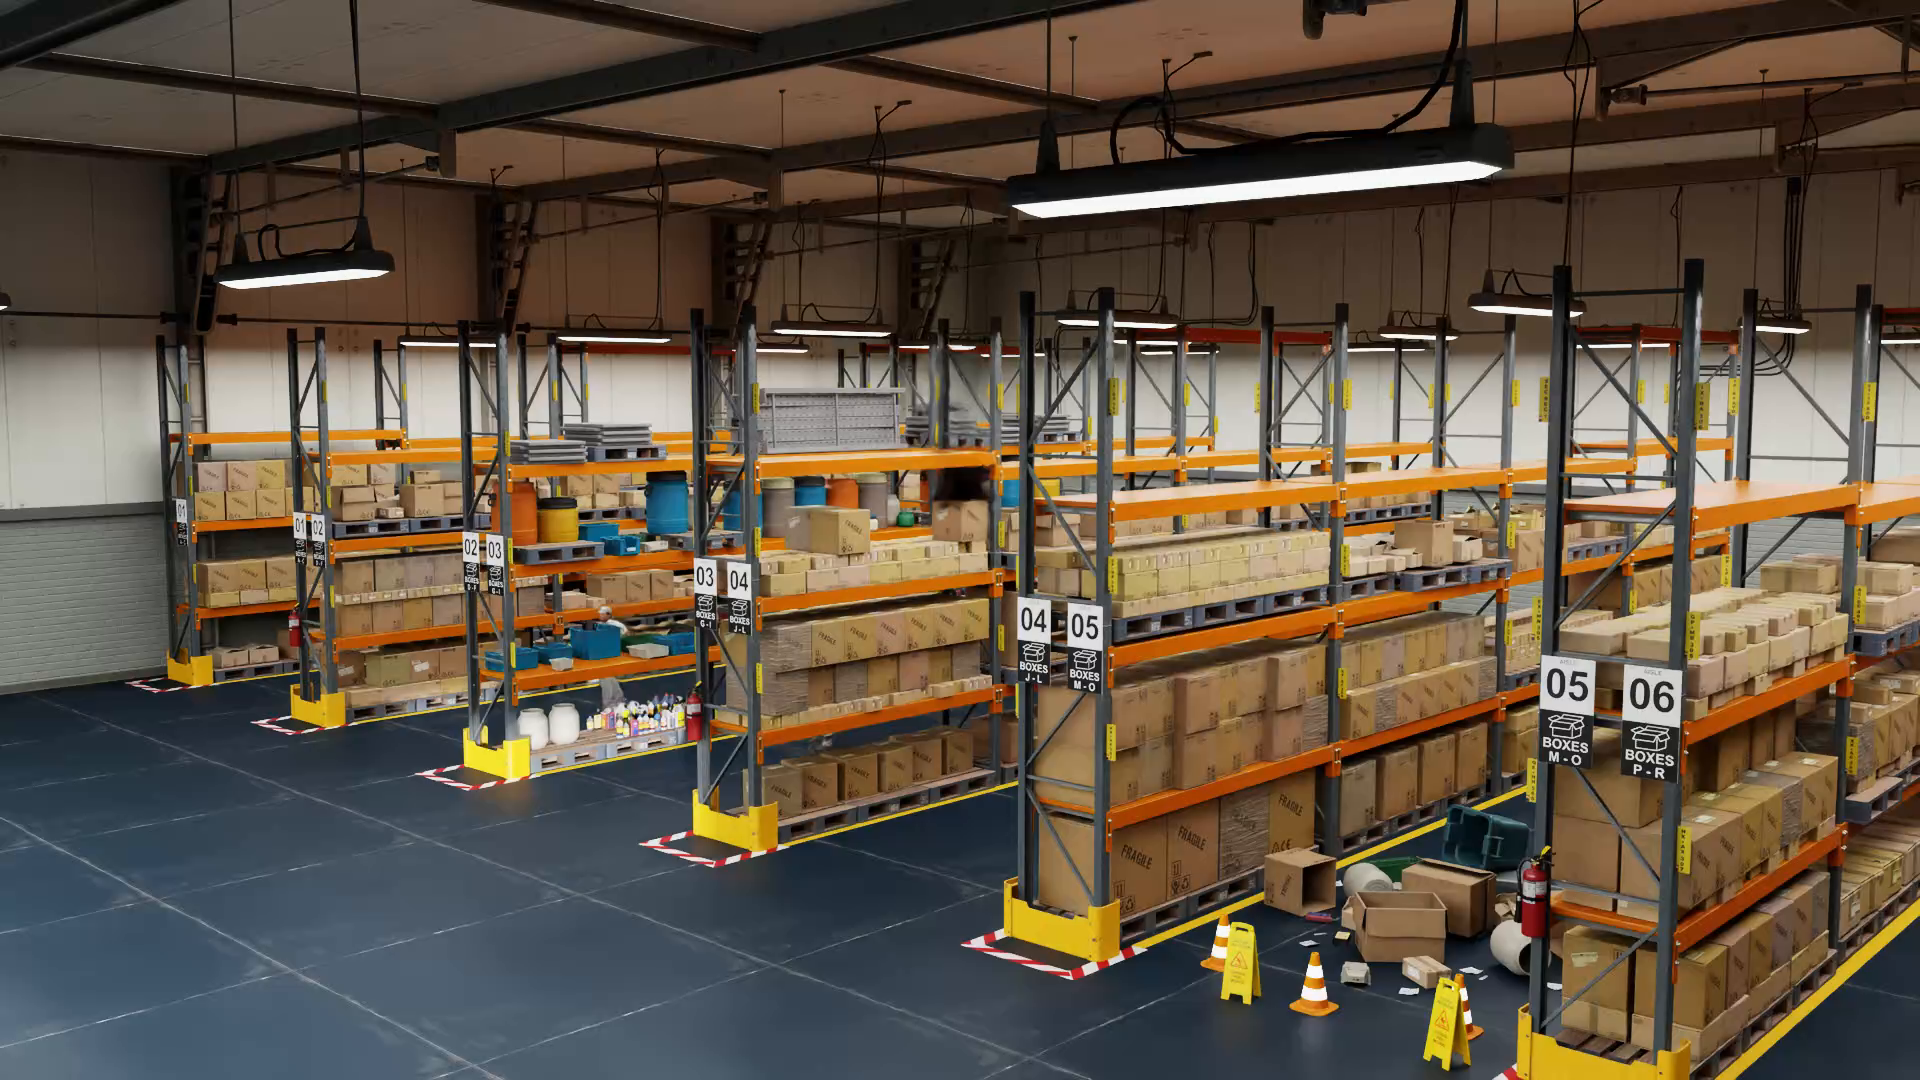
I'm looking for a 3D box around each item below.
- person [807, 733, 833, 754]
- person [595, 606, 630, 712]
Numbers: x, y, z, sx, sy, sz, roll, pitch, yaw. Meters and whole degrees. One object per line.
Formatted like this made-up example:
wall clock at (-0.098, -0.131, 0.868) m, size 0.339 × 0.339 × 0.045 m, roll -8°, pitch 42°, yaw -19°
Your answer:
person at (-2.010, 2.113, 23.099) m, size 0.634 × 1.773 × 0.674 m, roll 3°, pitch 6°, yaw 32°
person at (-5.562, 1.885, 26.342) m, size 0.540 × 1.715 × 0.760 m, roll 4°, pitch 7°, yaw 37°
